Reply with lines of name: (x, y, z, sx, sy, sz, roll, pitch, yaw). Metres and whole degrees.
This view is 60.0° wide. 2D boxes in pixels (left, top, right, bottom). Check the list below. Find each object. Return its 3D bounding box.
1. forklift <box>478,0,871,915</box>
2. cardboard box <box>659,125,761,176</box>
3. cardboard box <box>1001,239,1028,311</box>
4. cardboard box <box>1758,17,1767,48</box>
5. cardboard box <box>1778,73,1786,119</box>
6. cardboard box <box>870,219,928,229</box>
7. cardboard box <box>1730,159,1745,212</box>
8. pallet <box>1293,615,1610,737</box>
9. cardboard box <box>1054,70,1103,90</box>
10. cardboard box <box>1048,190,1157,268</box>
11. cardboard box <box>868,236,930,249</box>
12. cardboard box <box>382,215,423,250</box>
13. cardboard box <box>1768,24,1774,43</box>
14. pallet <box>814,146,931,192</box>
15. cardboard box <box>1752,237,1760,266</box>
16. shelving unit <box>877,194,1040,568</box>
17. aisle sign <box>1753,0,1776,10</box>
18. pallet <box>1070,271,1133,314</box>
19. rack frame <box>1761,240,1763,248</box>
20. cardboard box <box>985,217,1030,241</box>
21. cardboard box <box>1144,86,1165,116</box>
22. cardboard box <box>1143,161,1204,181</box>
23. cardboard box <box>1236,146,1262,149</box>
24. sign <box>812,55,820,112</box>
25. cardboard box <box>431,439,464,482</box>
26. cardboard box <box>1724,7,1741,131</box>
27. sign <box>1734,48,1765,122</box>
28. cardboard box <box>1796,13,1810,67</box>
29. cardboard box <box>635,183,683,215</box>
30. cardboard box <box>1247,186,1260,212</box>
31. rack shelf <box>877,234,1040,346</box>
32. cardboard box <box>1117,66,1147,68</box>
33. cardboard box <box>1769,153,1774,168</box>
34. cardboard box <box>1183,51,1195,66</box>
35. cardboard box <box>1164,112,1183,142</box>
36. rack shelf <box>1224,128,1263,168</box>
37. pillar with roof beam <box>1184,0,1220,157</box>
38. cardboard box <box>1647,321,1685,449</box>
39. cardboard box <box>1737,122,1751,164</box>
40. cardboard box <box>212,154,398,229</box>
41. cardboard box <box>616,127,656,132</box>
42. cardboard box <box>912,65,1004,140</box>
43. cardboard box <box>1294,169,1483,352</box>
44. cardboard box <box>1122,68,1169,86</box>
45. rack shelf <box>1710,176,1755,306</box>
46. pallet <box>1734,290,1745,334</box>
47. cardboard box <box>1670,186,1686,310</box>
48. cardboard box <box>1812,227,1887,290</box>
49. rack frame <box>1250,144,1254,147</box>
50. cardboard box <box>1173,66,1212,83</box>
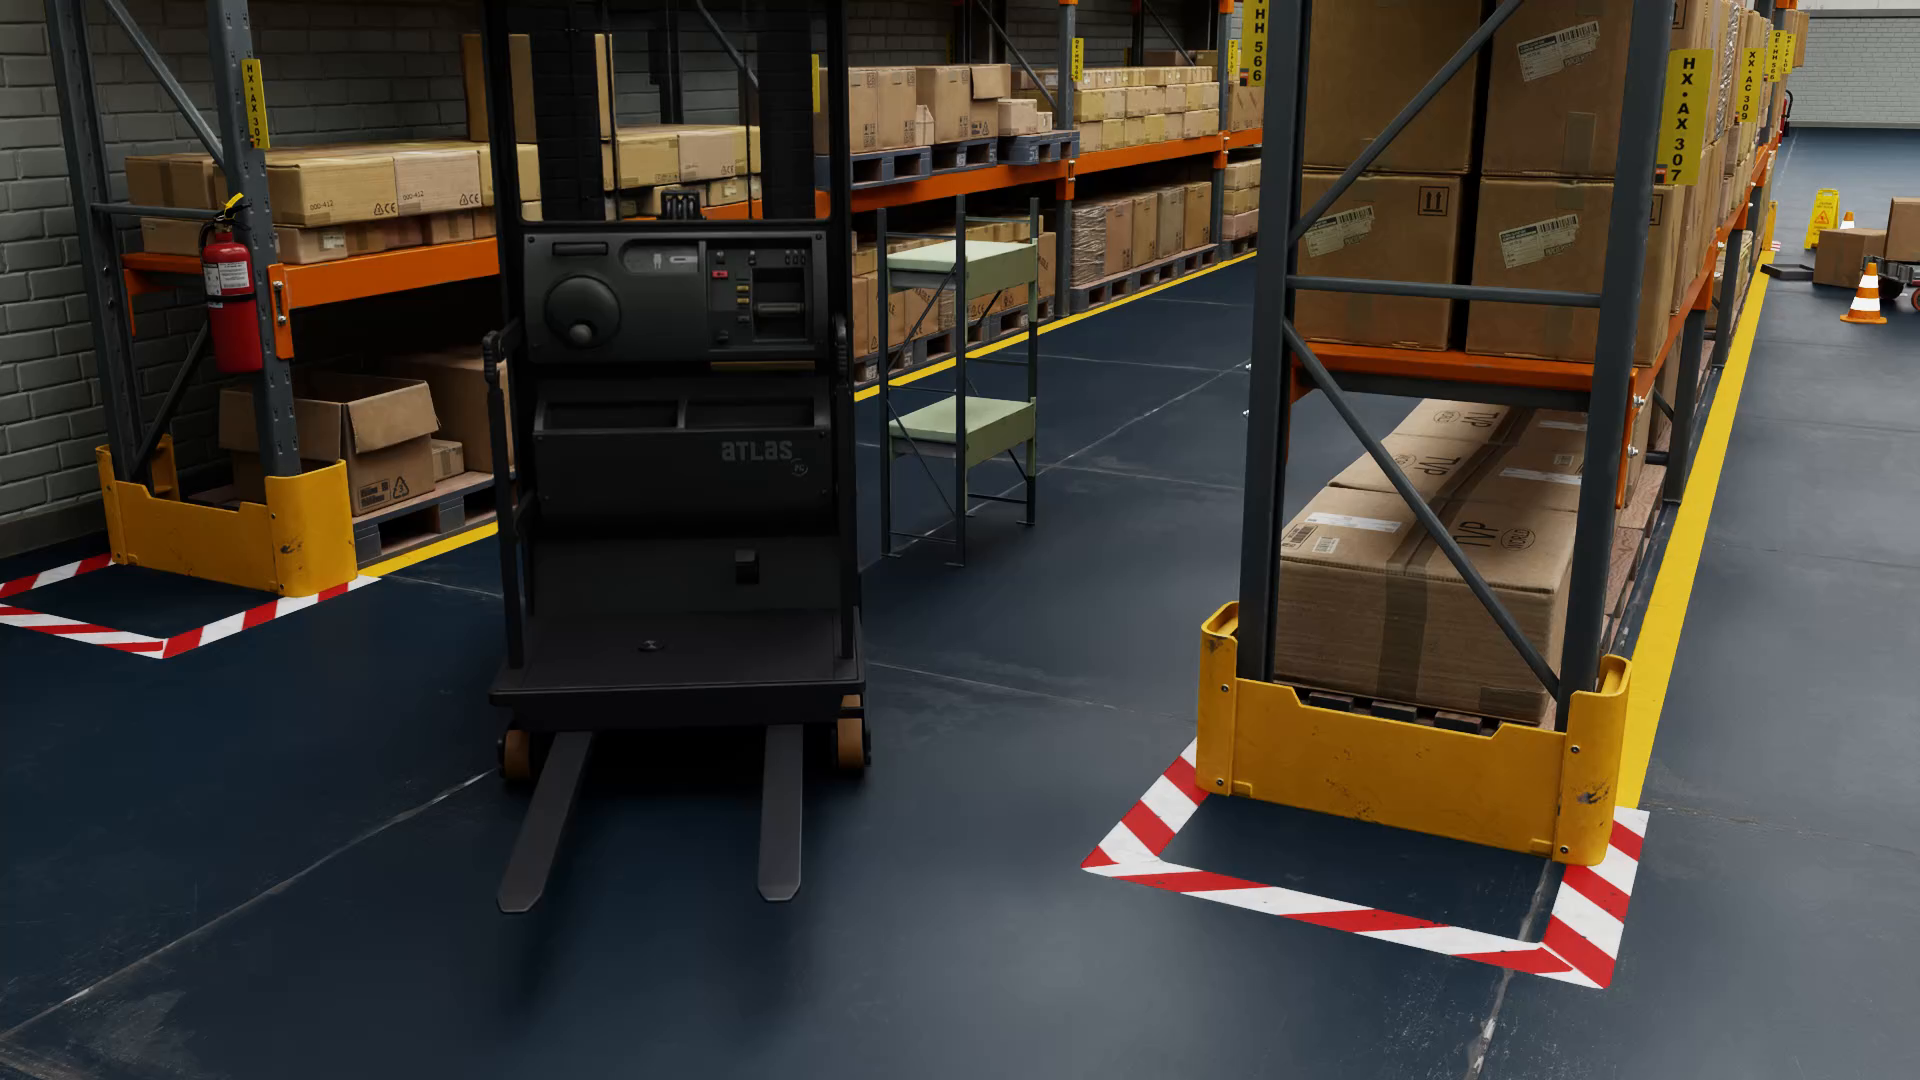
forklift: (-0.858, -0.768, 4.963, 1.130, 2.935, 3.031, -1, 17, -5)
cardboard box: (-1.365, -2.225, 9.489, 0.500, 0.250, 0.500, 9, 19, 27)
cardboard box: (0.202, -2.076, 12.898, 0.500, 0.500, 0.500, 8, 18, 25)
cardboard box: (4.427, -2.808, 9.780, 0.500, 0.500, 0.500, 8, 18, 25)
cardboard box: (7.998, -4.505, 16.724, 0.500, 0.500, 0.500, 8, 18, 25)
cardboard box: (-0.466, -2.360, 12.714, 0.380, 0.149, 0.250, 7, 18, 23)
cardboard box: (3.993, -1.952, 9.091, 0.500, 0.250, 0.500, 8, 18, 25)
pallet: (1.587, 0.457, 5.614, 1.003, 0.211, 1.213, 8, 18, 25)
cardboard box: (0.956, -3.805, 13.752, 0.380, 0.149, 0.250, 9, 19, 27)
cardboard box: (1.309, -2.893, 15.430, 0.875, 0.625, 0.625, 7, 18, 23)
cardboard box: (-0.430, -2.027, 11.595, 0.380, 0.149, 0.250, 9, 19, 27)
cardboard box: (-2.592, -1.367, 7.299, 0.380, 0.149, 0.250, 8, 18, 25)
cardboard box: (6.260, -4.029, 13.246, 0.380, 0.149, 0.250, 7, 18, 23)
pallet: (-0.901, -2.413, 10.717, 1.003, 0.211, 1.213, 8, 18, 25)
cardboard box: (7.167, -2.722, 15.511, 0.500, 0.250, 0.500, 7, 18, 23)
shelving unit: (0.003, -0.721, 7.317, 0.431, 1.500, 0.755, 8, 18, 25)
aisle sign: (8.736, -5.966, 17.778, 0.394, 0.787, 0.004, 8, 18, 25)
pallet: (0.835, -2.202, 14.568, 1.003, 0.211, 1.213, 8, 18, 25)
rack frame: (8.449, -4.741, 18.219, 1.000, 3.000, 0.127, 8, 18, 25)
cardboard box: (0.344, -2.417, 12.906, 0.380, 0.149, 0.250, 7, 18, 23)
cardboard box: (1.529, -3.976, 15.027, 0.500, 0.250, 0.500, 8, 18, 26)
cardboard box: (2.266, -3.866, 17.606, 0.500, 0.250, 0.500, 9, 19, 26)
cardboard box: (3.623, -4.636, 20.201, 0.500, 0.250, 0.500, 8, 18, 25)
sign: (-0.866, -2.663, 9.702, 0.100, 0.325, 0.005, 8, 18, 25)
cardboard box: (-2.560, -0.378, 7.799, 0.380, 0.149, 0.250, 7, 18, 23)
cardboard box: (2.889, -1.928, 6.817, 0.500, 0.500, 0.500, 8, 18, 25)
sign: (3.584, -2.067, 7.557, 0.100, 0.325, 0.005, 8, 18, 25)
cardboard box: (8.047, -4.982, 16.577, 0.700, 0.500, 0.500, 8, 18, 25)
cardboard box: (-1.694, -1.811, 8.795, 0.380, 0.149, 0.250, 8, 18, 25)
cardboard box: (2.935, -3.688, 17.888, 0.500, 0.250, 0.500, 8, 18, 25)
rack shelf: (0.003, -1.095, 7.205, 0.431, 0.370, 0.720, 8, 18, 25)
cardboard box: (1.704, -4.588, 16.388, 0.380, 0.149, 0.250, 7, 18, 24)
cardboard box: (7.986, -3.825, 16.770, 0.380, 0.149, 0.250, 9, 19, 28)
cardboard box: (2.241, -5.033, 17.364, 0.380, 0.149, 0.250, 8, 18, 24)
cardboard box: (1.759, -3.868, 15.543, 0.500, 0.250, 0.500, 8, 18, 26)
rack shelf: (3.113, -4.518, 18.730, 1.077, 0.370, 4.000, 8, 18, 25)
pillar with roof beam: (6.741, -7.637, 17.433, 9.100, 9.000, 0.400, 8, 18, 25)
cardboard box: (3.292, -1.036, 8.737, 0.875, 0.875, 0.875, 9, 19, 27)
cardboard box: (3.993, -2.190, 9.016, 0.500, 0.250, 0.500, 8, 18, 26)
cardboard box: (-2.699, -1.448, 6.874, 0.500, 0.250, 0.500, 8, 18, 26)
cardboard box: (-2.036, -2.166, 9.288, 0.500, 0.250, 0.500, 8, 18, 25)
cardboard box: (-0.132, -3.146, 11.928, 0.797, 0.503, 0.637, 8, 18, 24)
cardboard box: (1.278, -0.870, 5.011, 0.500, 0.500, 0.500, 8, 18, 26)
cardboard box: (1.672, -4.190, 15.048, 0.380, 0.149, 0.250, 8, 18, 24)
rack shelf: (3.981, -1.849, 9.746, 1.077, 0.370, 4.000, 8, 18, 25)
pallet: (5.771, -1.875, 13.468, 1.003, 0.211, 1.213, 8, 18, 25)
cardboard box: (1.972, -0.932, 5.218, 0.500, 0.500, 0.500, 8, 18, 25)
cardboard box: (8.358, -2.625, 15.481, 0.500, 0.500, 0.500, -7, 18, -22)
rack frame: (4.007, -5.372, 20.342, 1.000, 3.000, 0.127, 8, 18, 25)
cardboard box: (2.265, -4.597, 16.417, 0.380, 0.149, 0.250, 9, 19, 27)
